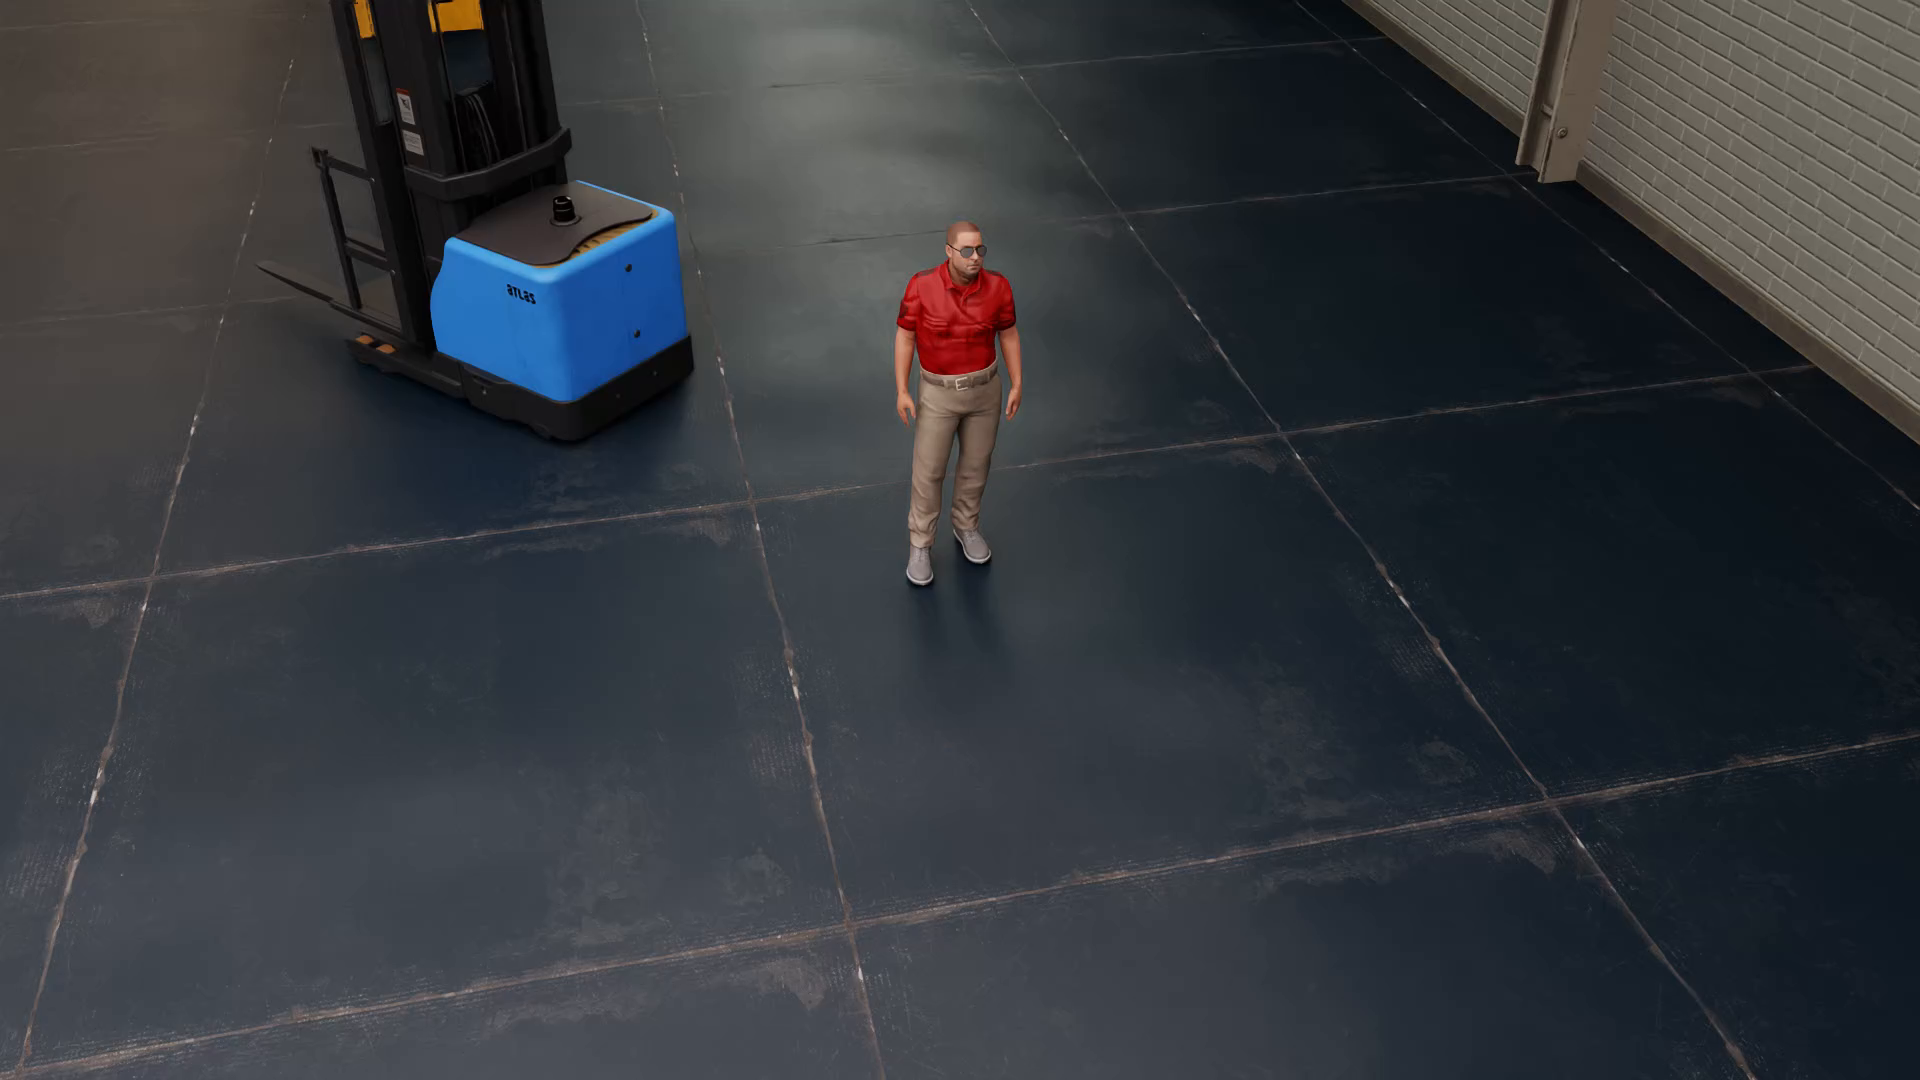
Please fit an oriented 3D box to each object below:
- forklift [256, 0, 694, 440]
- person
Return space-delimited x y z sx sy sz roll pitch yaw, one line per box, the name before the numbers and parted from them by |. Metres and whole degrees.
forklift | -3.071 -2.419 9.412 3.031 2.935 1.130 22 41 28
person | 0.009 -0.655 7.977 0.641 1.727 0.550 -8 36 -11
